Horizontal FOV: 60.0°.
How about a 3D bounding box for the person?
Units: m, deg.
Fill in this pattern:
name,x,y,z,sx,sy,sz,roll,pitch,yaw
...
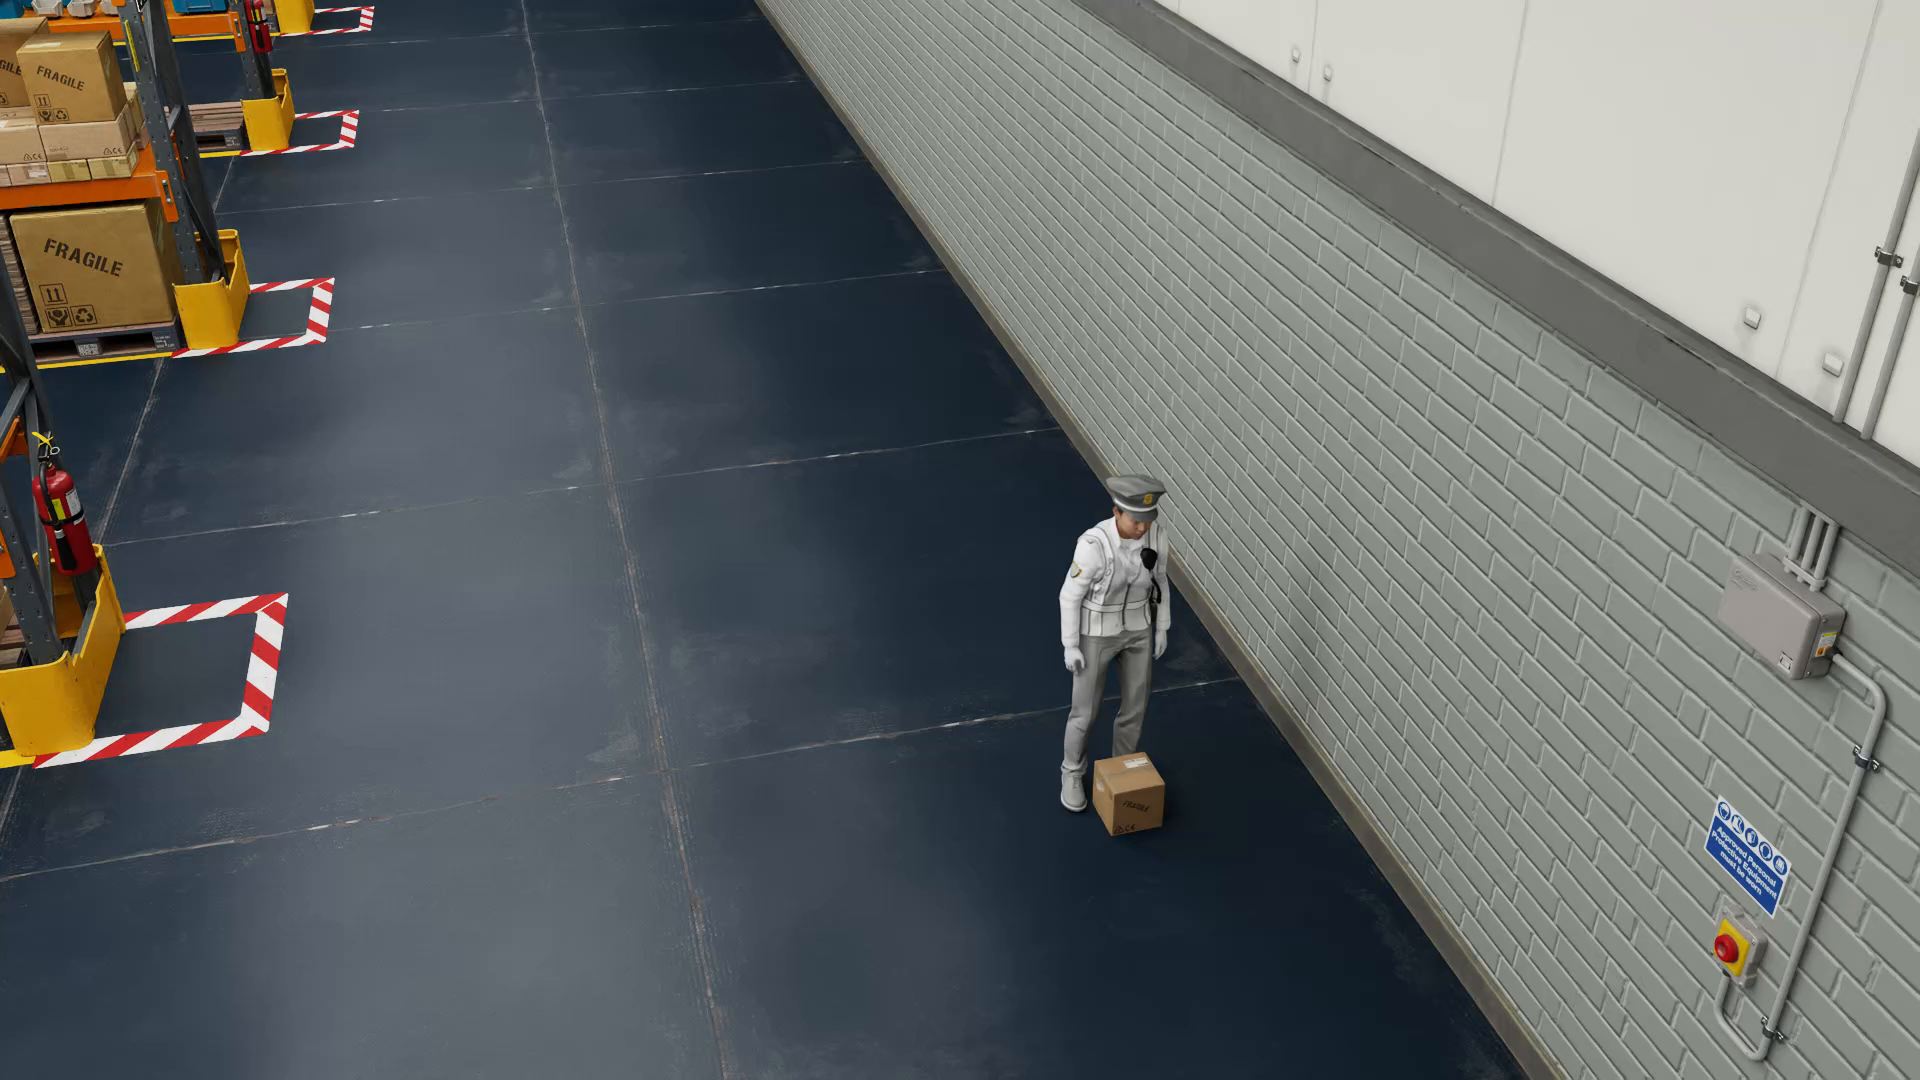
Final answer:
name,x,y,z,sx,sy,sz,roll,pitch,yaw
person,0.710,0.449,7.467,0.533,1.662,0.414,-10,32,-16
